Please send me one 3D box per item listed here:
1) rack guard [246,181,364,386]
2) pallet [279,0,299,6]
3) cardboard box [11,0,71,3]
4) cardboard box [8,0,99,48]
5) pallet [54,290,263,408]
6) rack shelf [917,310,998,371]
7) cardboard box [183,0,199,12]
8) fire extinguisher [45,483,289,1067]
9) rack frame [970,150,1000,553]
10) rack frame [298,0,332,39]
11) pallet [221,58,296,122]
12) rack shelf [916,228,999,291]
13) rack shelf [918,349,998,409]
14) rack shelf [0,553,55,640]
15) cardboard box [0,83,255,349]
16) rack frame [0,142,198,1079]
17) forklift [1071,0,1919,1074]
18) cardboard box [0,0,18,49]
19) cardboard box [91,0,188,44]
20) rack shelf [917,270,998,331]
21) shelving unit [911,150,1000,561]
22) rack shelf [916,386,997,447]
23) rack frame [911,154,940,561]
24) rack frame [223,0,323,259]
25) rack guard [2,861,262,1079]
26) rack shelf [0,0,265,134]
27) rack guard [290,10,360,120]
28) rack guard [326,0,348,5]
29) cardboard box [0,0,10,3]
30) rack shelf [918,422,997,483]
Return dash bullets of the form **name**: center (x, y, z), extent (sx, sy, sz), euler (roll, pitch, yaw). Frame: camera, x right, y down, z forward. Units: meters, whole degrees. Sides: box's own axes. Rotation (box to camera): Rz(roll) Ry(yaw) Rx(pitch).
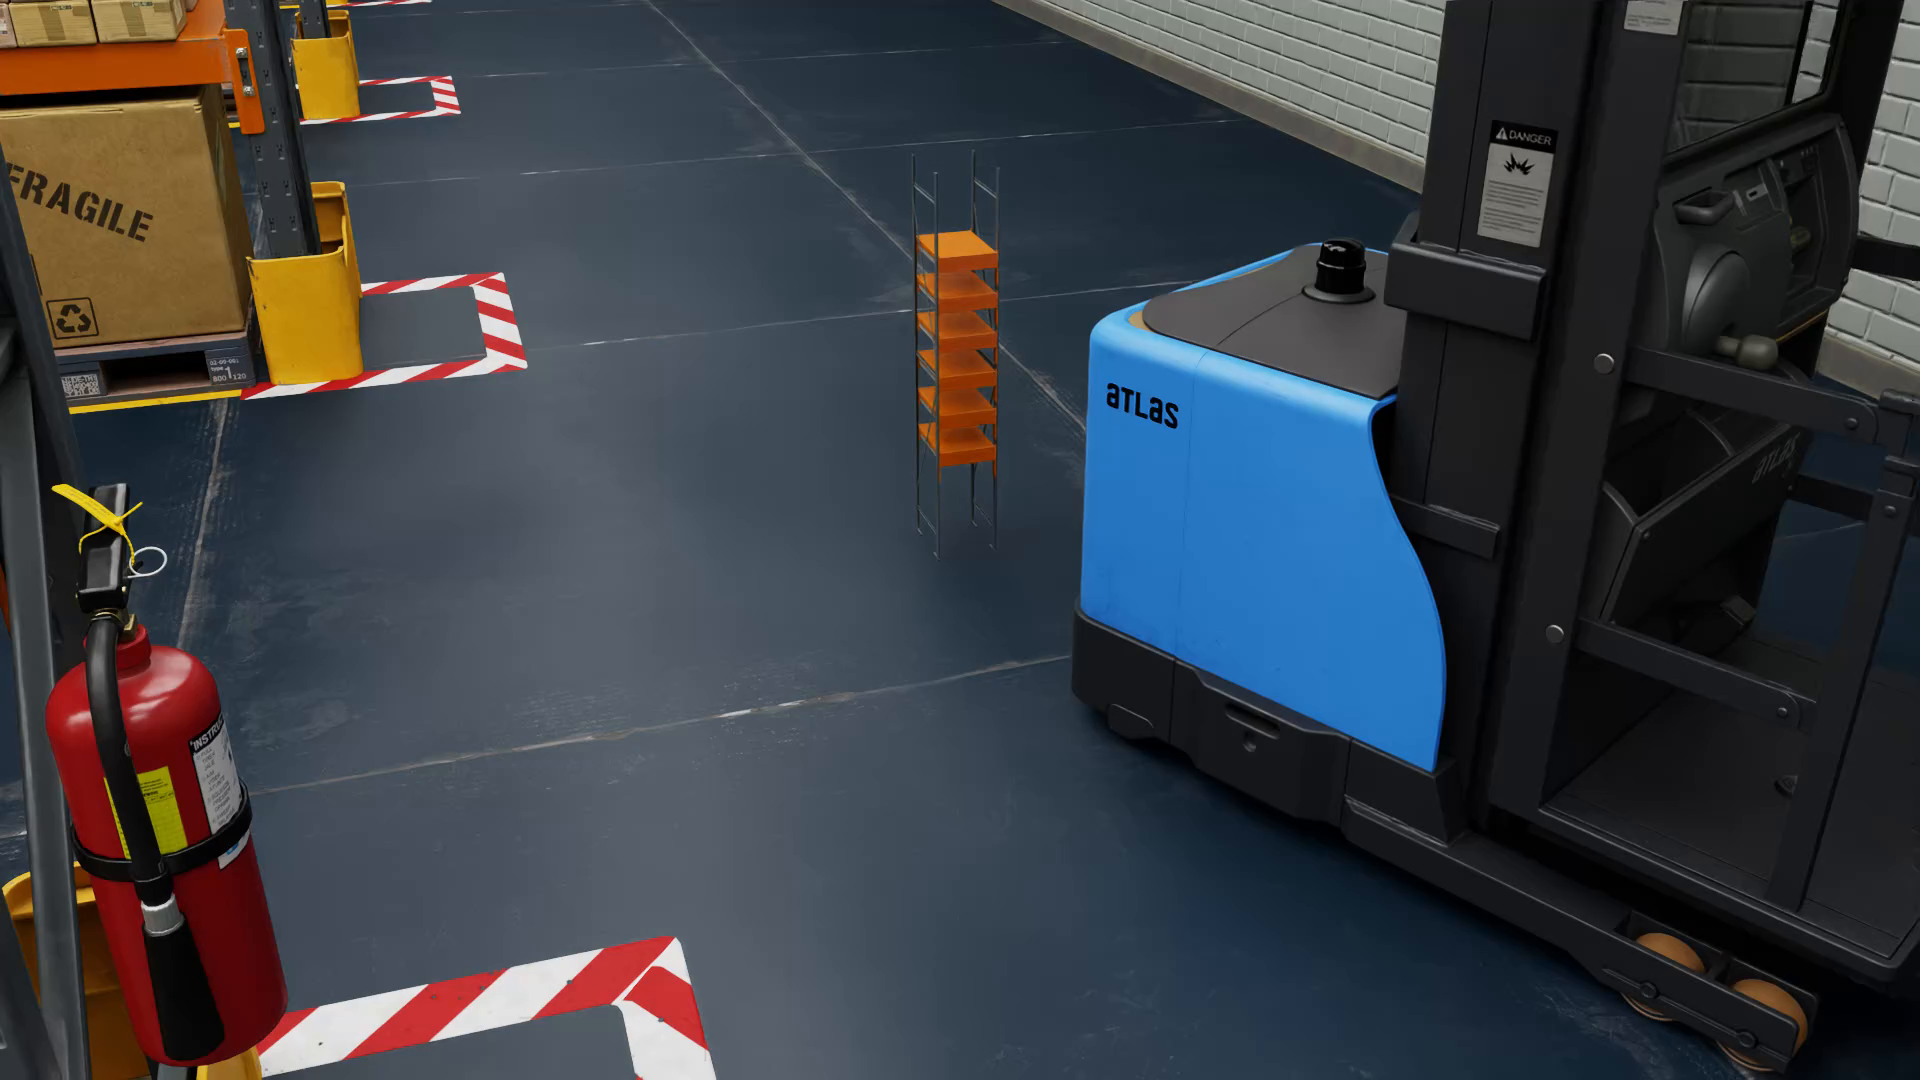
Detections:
- **rack guard**: center (-2.690, -1.086, 6.875), extent (0.348, 0.500, 1.175), euler (-8, 28, -16)
- **pallet**: center (-6.607, -5.021, 15.127), extent (1.213, 0.211, 1.003), euler (-8, 28, -16)
- **cardboard box**: center (-3.092, -2.089, 5.919), extent (0.500, 0.250, 0.500), euler (-9, 28, -17)
- **cardboard box**: center (-3.196, -1.865, 5.915), extent (0.250, 0.149, 0.380), euler (-8, 27, -16)
- **pallet**: center (-3.449, -0.810, 6.644), extent (1.213, 0.211, 1.003), euler (-8, 28, -16)
- **rack shelf**: center (-0.014, -0.603, 4.946), extent (0.180, 0.103, 0.258), euler (-8, 28, -16)
- **cardboard box**: center (-3.153, -2.180, 6.551), extent (0.250, 0.149, 0.380), euler (-8, 27, -16)
- **fire extinguisher**: center (-0.891, 0.271, 1.837), extent (0.183, 0.674, 0.296), euler (-8, 28, -16)
- **rack frame**: center (0.073, -0.548, 5.005), extent (0.006, 1.200, 0.240), euler (-8, 28, -16)
- **rack frame**: center (-4.247, -4.296, 10.530), extent (0.127, 3.000, 1.000), euler (-8, 28, -16)
- **pallet**: center (-5.043, -2.950, 10.955), extent (1.213, 0.211, 1.003), euler (-8, 28, -16)
- **rack shelf**: center (-0.014, -0.818, 4.839), extent (0.180, 0.103, 0.258), euler (-8, 28, -16)
- **rack shelf**: center (-0.014, -0.496, 4.999), extent (0.180, 0.103, 0.258), euler (-8, 28, -16)
- **rack shelf**: center (-3.175, 0.507, 1.665), extent (4.000, 0.370, 1.077), euler (-8, 28, -16)
- **cardboard box**: center (-3.297, -1.316, 6.446), extent (0.875, 0.875, 0.875), euler (-8, 28, -16)
- **rack frame**: center (-1.274, -0.092, 2.063), extent (0.053, 2.616, 0.949), euler (-8, 28, -16)
- **forklift**: center (1.688, -0.556, 3.074), extent (3.031, 2.935, 1.130), euler (24, 35, 39)
- **cardboard box**: center (-3.437, -1.830, 5.846), extent (0.250, 0.149, 0.380), euler (-8, 28, -16)
- **cardboard box**: center (-2.950, -1.901, 5.989), extent (0.250, 0.149, 0.380), euler (-8, 27, -15)
- **rack shelf**: center (-0.014, -0.711, 4.892), extent (0.180, 0.103, 0.258), euler (-8, 28, -16)
- **shelving unit**: center (-0.014, -0.535, 4.979), extent (0.189, 1.200, 0.258), euler (-8, 28, -16)
- **rack shelf**: center (-0.014, -0.388, 5.052), extent (0.180, 0.103, 0.258), euler (-8, 28, -16)
- **rack frame**: center (-0.101, -0.523, 4.954), extent (0.006, 1.200, 0.240), euler (-8, 28, -16)
- **rack frame**: center (-2.713, -2.202, 6.312), extent (0.127, 3.000, 1.000), euler (-8, 28, -16)
- **rack guard**: center (-1.345, 1.039, 2.595), extent (0.348, 0.500, 1.175), euler (-8, 28, -16)
- **rack shelf**: center (-4.615, -1.604, 5.917), extent (4.000, 0.370, 1.077), euler (-8, 28, -16)
- **rack guard**: center (-4.228, -3.185, 11.104), extent (0.348, 0.500, 1.175), euler (-8, 28, -16)
- **rack guard**: center (-5.849, -5.261, 15.285), extent (0.348, 0.500, 1.175), euler (-8, 28, -16)
- **cardboard box**: center (-3.574, -2.020, 5.779), extent (0.500, 0.250, 0.500), euler (-9, 28, -17)
- **rack shelf**: center (-0.014, -0.281, 5.106), extent (0.180, 0.103, 0.258), euler (-8, 28, -16)
